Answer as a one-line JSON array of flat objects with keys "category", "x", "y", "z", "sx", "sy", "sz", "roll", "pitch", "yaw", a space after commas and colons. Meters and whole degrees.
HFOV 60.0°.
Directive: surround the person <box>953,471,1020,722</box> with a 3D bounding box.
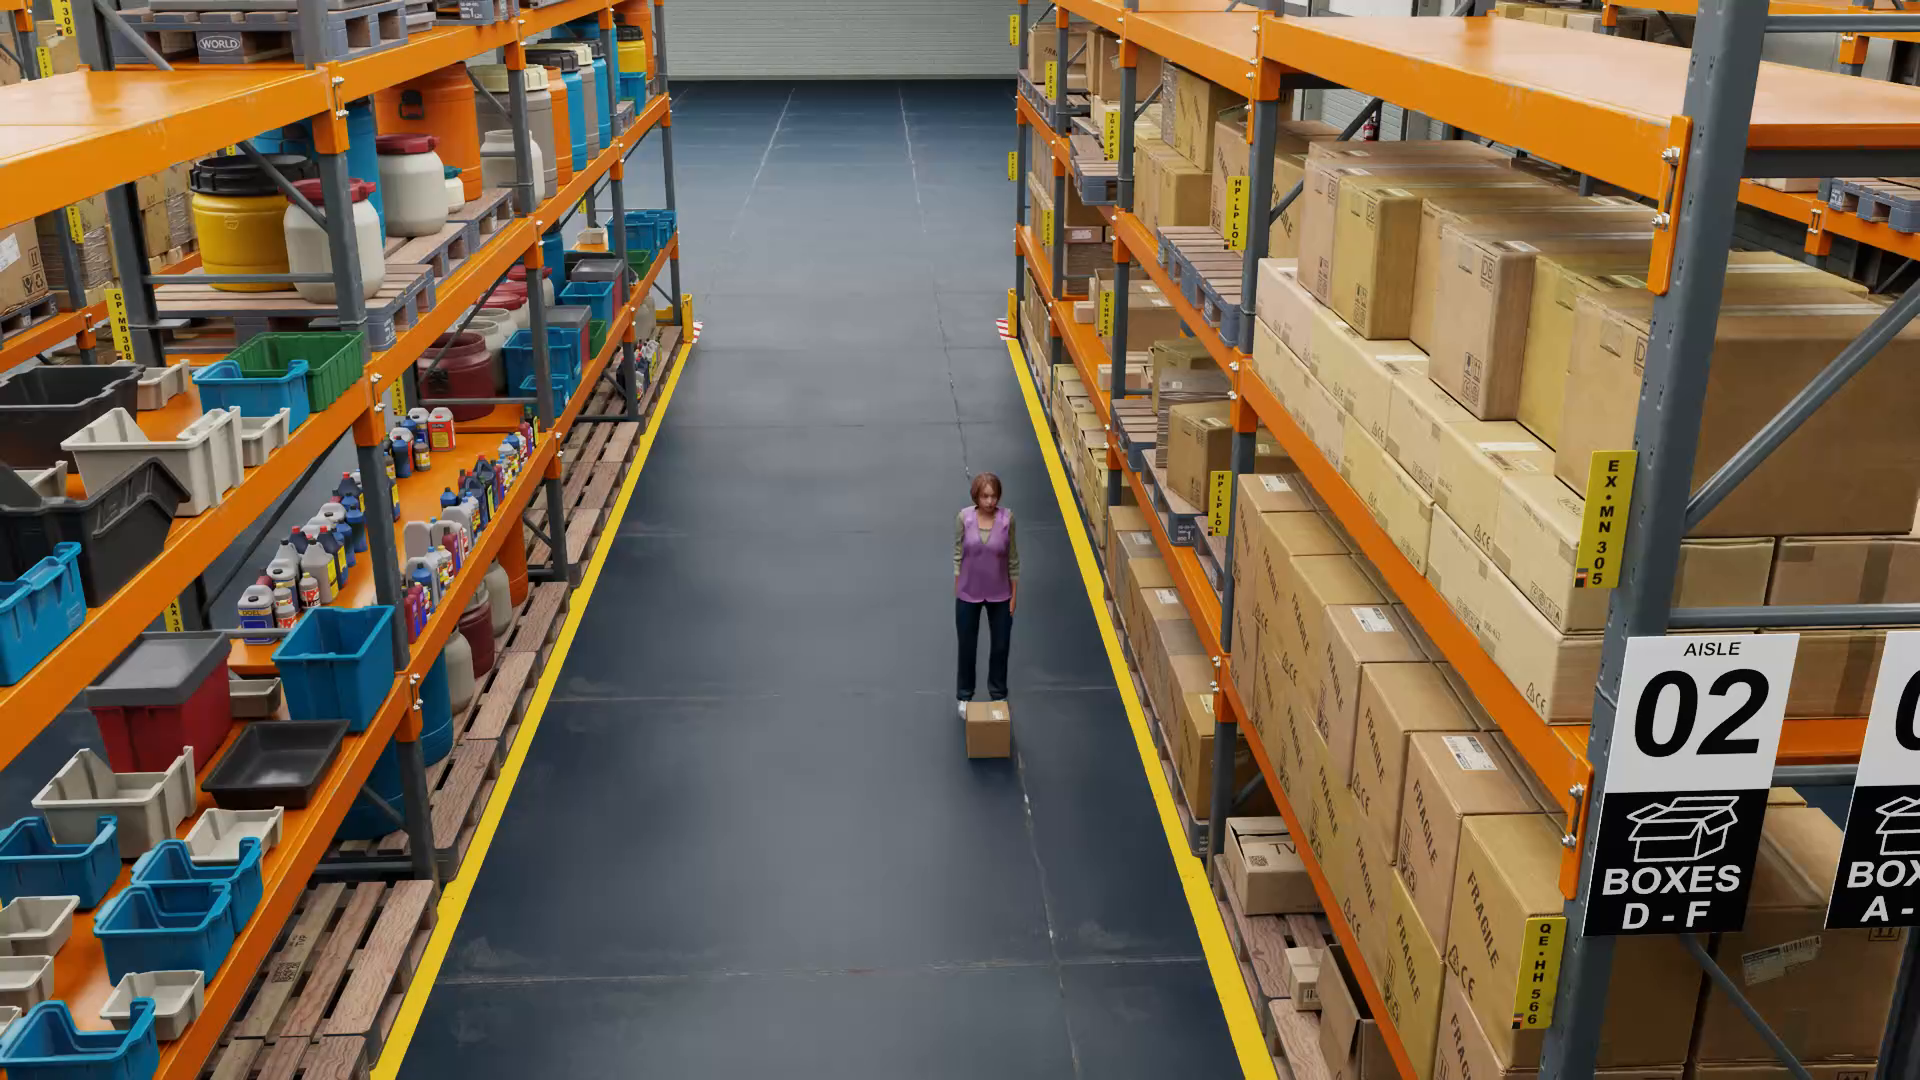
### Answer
[{"category": "person", "x": 0.163, "y": 0.357, "z": 10.192, "sx": 0.406, "sy": 1.606, "sz": 0.313, "roll": -1, "pitch": 21, "yaw": -2}]
